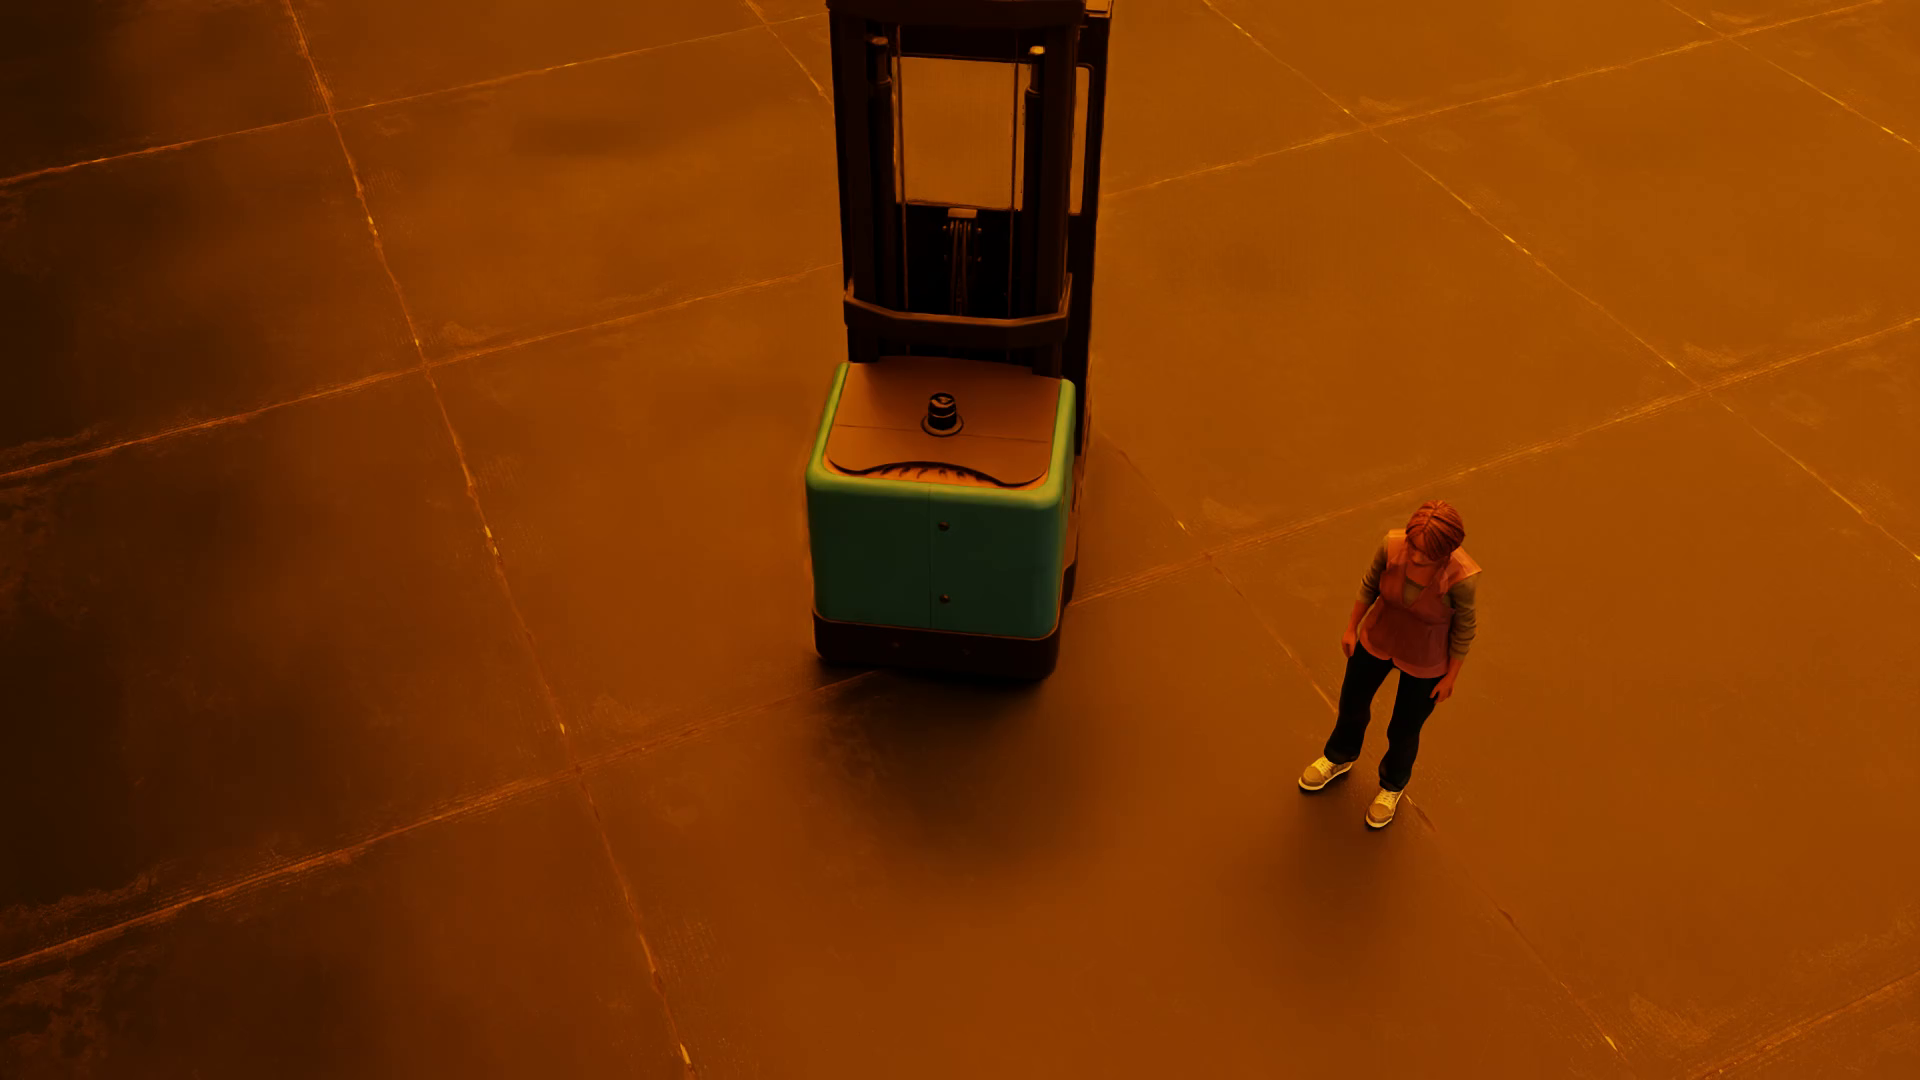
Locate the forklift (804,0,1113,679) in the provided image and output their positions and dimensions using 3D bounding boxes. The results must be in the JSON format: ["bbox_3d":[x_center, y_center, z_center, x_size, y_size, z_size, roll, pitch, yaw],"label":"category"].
[{"bbox_3d":[0.067,-1.487,7.274,1.130,2.935,3.031,5,43,5],"label":"forklift"}]

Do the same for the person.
[{"bbox_3d":[1.643,0.431,6.200,0.468,1.592,0.349,29,50,27],"label":"person"}]
